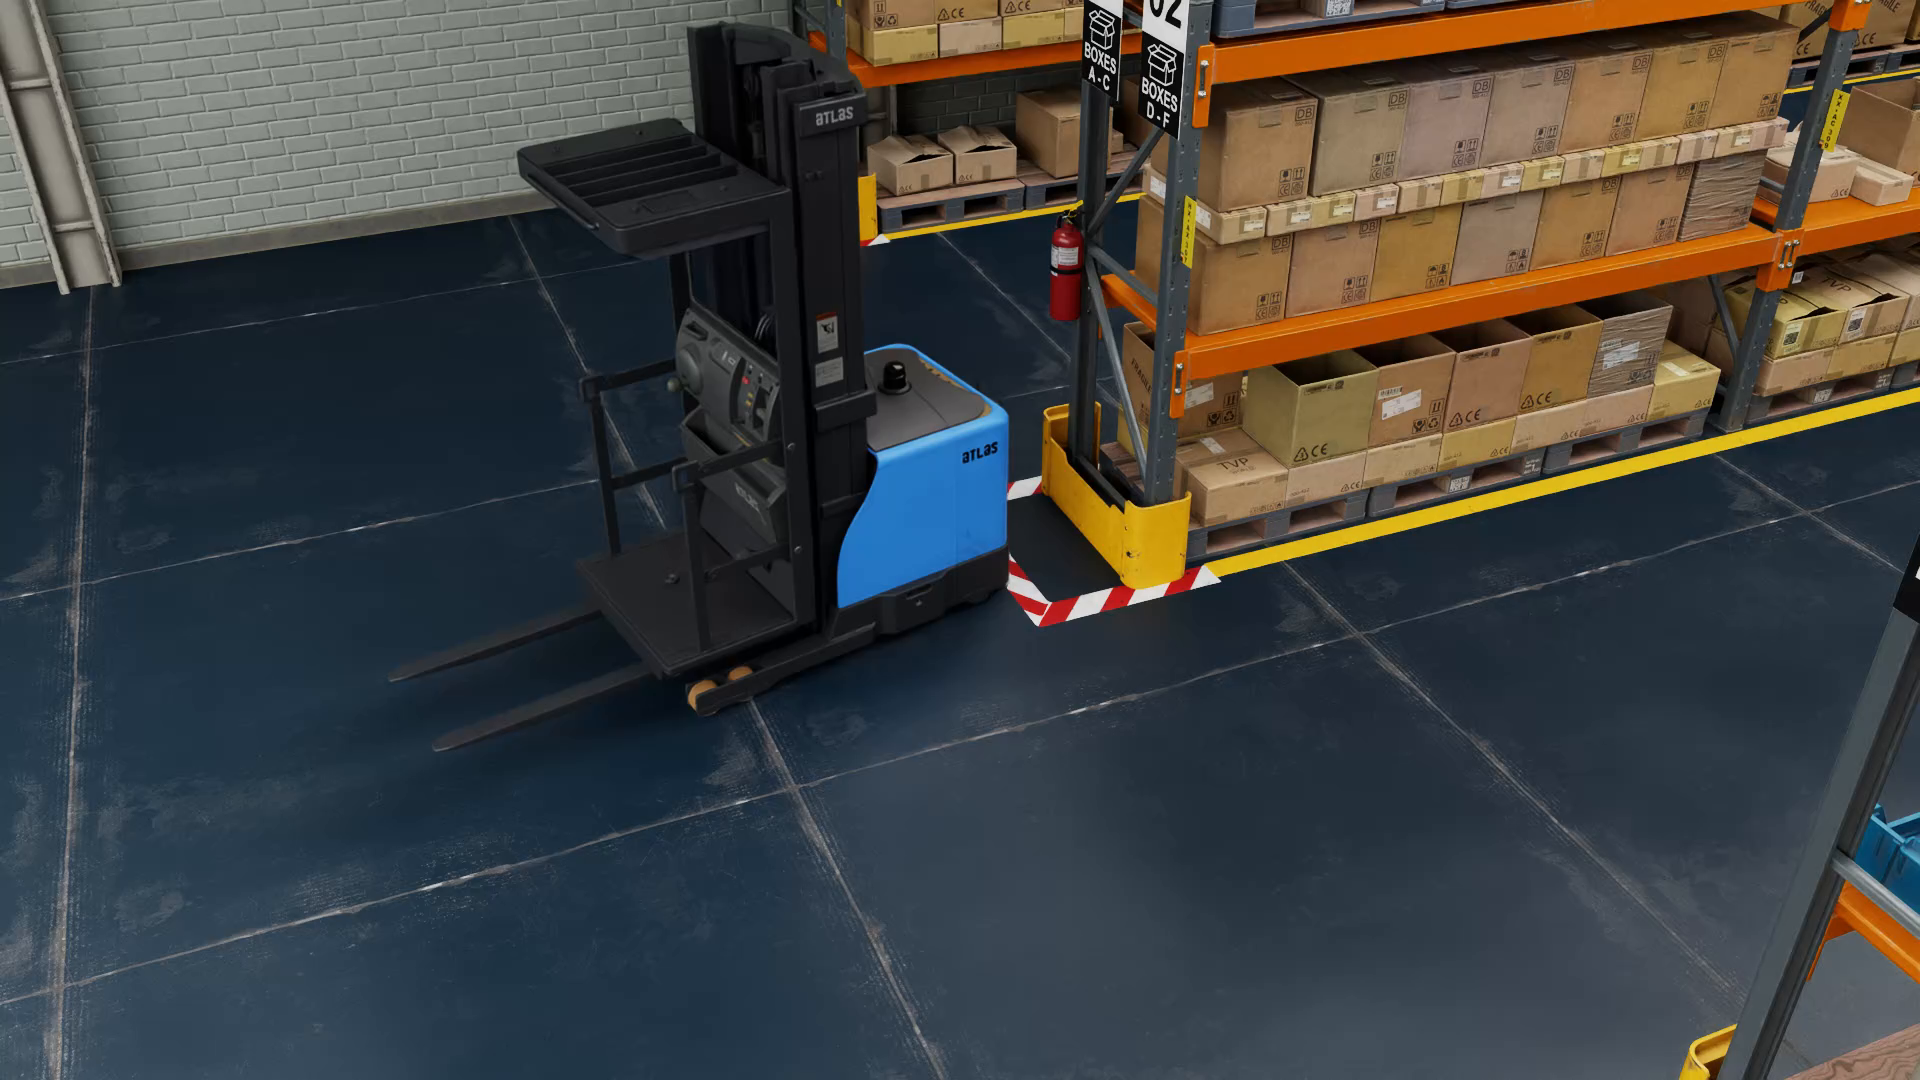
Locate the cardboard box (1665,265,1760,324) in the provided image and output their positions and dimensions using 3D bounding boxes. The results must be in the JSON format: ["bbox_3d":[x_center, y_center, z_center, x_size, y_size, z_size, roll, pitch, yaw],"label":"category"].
[{"bbox_3d":[4.807,-1.653,10.580,0.500,0.311,0.500,-13,35,-19],"label":"cardboard box"}]

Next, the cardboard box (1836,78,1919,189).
[{"bbox_3d":[5.745,-2.472,10.125,0.500,0.500,0.500,-10,34,-16],"label":"cardboard box"}]

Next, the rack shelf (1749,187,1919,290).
[{"bbox_3d":[6.389,-2.285,10.590,4.000,0.370,1.077,-13,35,-19],"label":"rack shelf"}]

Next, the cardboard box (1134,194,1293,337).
[{"bbox_3d":[1.292,-1.454,8.561,0.500,0.500,0.700,-13,35,-19],"label":"cardboard box"}]

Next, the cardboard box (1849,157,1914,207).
[{"bbox_3d":[5.441,-2.144,9.943,0.250,0.149,0.380,-13,35,-19],"label":"cardboard box"}]

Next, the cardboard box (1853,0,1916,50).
[{"bbox_3d":[8.632,-5.227,16.037,0.750,0.750,0.750,-12,35,-17],"label":"cardboard box"}]

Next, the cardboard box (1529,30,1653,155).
[{"bbox_3d":[3.210,-2.441,8.888,0.500,0.500,0.700,-13,35,-19],"label":"cardboard box"}]

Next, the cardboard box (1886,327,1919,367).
[{"bbox_3d":[5.961,-1.367,10.654,0.500,0.250,0.500,-14,36,-20],"label":"cardboard box"}]

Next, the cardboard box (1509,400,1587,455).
[{"bbox_3d":[3.281,-0.767,9.732,0.500,0.250,0.500,-13,35,-19],"label":"cardboard box"}]

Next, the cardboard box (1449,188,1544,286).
[{"bbox_3d":[2.718,-1.783,9.065,0.500,0.500,0.700,-12,35,-18],"label":"cardboard box"}]

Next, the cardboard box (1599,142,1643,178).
[{"bbox_3d":[3.438,-2.099,8.958,0.250,0.149,0.380,-13,35,-19],"label":"cardboard box"}]

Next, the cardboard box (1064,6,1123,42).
[{"bbox_3d":[0.920,-4.026,12.725,0.500,0.250,0.500,-13,35,-19],"label":"cardboard box"}]

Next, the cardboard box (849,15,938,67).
[{"bbox_3d":[-0.492,-3.699,12.222,0.500,0.250,0.500,-14,36,-20],"label":"cardboard box"}]

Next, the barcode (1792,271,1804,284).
[{"bbox_3d":[4.941,-1.548,9.806,0.075,0.075,0.001,-13,35,-19],"label":"barcode"}]

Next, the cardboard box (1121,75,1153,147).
[{"bbox_3d":[1.682,-3.552,13.766,0.500,0.500,0.500,-16,36,-22],"label":"cardboard box"}]

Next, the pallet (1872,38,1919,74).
[{"bbox_3d":[9.317,-4.974,16.620,1.213,0.211,1.003,-13,35,-19],"label":"pallet"}]

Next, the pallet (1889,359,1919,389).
[{"bbox_3d":[6.335,-1.431,11.173,1.213,0.211,1.003,-13,35,-19],"label":"pallet"}]

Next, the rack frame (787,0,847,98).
[{"bbox_3d":[-1.065,-3.810,12.274,0.127,3.000,1.000,-13,35,-19],"label":"rack frame"}]

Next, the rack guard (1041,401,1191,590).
[{"bbox_3d":[0.834,-0.267,9.121,0.348,0.500,1.175,-13,35,-19],"label":"rack guard"}]

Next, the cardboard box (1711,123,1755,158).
[{"bbox_3d":[4.148,-2.262,9.208,0.250,0.149,0.380,-14,35,-20],"label":"cardboard box"}]

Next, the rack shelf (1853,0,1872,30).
[{"bbox_3d":[6.389,-3.543,9.772,4.000,0.370,1.077,-13,35,-19],"label":"rack shelf"}]

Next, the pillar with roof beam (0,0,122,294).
[{"bbox_3d":[-4.620,-3.476,6.259,0.400,9.000,9.100,-13,35,-19],"label":"pillar with roof beam"}]

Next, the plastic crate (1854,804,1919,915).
[{"bbox_3d":[3.116,0.978,5.052,0.616,0.251,0.499,-13,35,-19],"label":"plastic crate"}]

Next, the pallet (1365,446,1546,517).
[{"bbox_3d":[2.668,-0.589,9.880,1.213,0.211,1.003,-13,35,-19],"label":"pallet"}]

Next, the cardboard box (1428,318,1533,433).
[{"bbox_3d":[2.821,-0.975,9.364,0.500,0.500,0.500,-13,35,-19],"label":"cardboard box"}]

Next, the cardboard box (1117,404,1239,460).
[{"bbox_3d":[1.237,-0.606,9.484,0.500,0.250,0.500,-13,35,-19],"label":"cardboard box"}]

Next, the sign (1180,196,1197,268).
[{"bbox_3d":[1.066,-1.436,7.758,0.005,0.325,0.100,-13,35,-19],"label":"sign"}]

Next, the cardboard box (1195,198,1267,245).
[{"bbox_3d":[1.302,-1.609,8.203,0.250,0.149,0.380,-13,35,-19],"label":"cardboard box"}]

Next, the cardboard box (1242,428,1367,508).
[{"bbox_3d":[1.897,-0.453,9.249,0.500,0.250,0.500,-13,35,-19],"label":"cardboard box"}]

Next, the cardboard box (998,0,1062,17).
[{"bbox_3d":[0.430,-4.225,12.343,0.500,0.500,0.500,-14,36,-20],"label":"cardboard box"}]

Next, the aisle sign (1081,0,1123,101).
[{"bbox_3d":[0.682,-2.544,7.943,0.004,0.787,0.394,-13,35,-19],"label":"aisle sign"}]

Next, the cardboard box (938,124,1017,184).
[{"bbox_3d":[0.134,-3.089,13.227,0.500,0.311,0.500,-10,34,-15],"label":"cardboard box"}]

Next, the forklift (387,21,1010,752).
[{"bbox_3d":[-1.249,-0.724,7.593,3.031,2.935,1.130,-20,38,-28],"label":"forklift"}]

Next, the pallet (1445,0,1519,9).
[{"bbox_3d":[2.645,-2.936,8.261,1.213,0.211,1.003,-13,35,-19],"label":"pallet"}]

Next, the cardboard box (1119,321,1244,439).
[{"bbox_3d":[1.236,-0.921,9.281,0.500,0.500,0.500,-13,35,-19],"label":"cardboard box"}]

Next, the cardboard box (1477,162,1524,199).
[{"bbox_3d":[2.719,-1.933,8.702,0.250,0.149,0.380,-13,35,-18],"label":"cardboard box"}]

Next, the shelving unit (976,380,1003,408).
[{"bbox_3d":[0.071,-0.389,8.940,0.210,0.900,0.258,-20,38,-28],"label":"shelving unit"}]

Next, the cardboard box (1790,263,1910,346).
[{"bbox_3d":[5.486,-1.488,10.327,0.500,0.311,0.500,-13,35,-19],"label":"cardboard box"}]

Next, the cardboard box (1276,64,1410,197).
[{"bbox_3d":[1.823,-2.123,8.399,0.500,0.500,0.700,-14,36,-20],"label":"cardboard box"}]

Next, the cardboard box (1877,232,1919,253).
[{"bbox_3d":[6.210,-1.974,11.074,0.500,0.311,0.500,-13,35,-20],"label":"cardboard box"}]

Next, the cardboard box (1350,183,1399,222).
[{"bbox_3d":[2.008,-1.770,8.451,0.250,0.149,0.380,-13,35,-20],"label":"cardboard box"}]

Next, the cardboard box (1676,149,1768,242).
[{"bbox_3d":[4.138,-2.110,9.568,0.500,0.500,0.700,-14,36,-20],"label":"cardboard box"}]
